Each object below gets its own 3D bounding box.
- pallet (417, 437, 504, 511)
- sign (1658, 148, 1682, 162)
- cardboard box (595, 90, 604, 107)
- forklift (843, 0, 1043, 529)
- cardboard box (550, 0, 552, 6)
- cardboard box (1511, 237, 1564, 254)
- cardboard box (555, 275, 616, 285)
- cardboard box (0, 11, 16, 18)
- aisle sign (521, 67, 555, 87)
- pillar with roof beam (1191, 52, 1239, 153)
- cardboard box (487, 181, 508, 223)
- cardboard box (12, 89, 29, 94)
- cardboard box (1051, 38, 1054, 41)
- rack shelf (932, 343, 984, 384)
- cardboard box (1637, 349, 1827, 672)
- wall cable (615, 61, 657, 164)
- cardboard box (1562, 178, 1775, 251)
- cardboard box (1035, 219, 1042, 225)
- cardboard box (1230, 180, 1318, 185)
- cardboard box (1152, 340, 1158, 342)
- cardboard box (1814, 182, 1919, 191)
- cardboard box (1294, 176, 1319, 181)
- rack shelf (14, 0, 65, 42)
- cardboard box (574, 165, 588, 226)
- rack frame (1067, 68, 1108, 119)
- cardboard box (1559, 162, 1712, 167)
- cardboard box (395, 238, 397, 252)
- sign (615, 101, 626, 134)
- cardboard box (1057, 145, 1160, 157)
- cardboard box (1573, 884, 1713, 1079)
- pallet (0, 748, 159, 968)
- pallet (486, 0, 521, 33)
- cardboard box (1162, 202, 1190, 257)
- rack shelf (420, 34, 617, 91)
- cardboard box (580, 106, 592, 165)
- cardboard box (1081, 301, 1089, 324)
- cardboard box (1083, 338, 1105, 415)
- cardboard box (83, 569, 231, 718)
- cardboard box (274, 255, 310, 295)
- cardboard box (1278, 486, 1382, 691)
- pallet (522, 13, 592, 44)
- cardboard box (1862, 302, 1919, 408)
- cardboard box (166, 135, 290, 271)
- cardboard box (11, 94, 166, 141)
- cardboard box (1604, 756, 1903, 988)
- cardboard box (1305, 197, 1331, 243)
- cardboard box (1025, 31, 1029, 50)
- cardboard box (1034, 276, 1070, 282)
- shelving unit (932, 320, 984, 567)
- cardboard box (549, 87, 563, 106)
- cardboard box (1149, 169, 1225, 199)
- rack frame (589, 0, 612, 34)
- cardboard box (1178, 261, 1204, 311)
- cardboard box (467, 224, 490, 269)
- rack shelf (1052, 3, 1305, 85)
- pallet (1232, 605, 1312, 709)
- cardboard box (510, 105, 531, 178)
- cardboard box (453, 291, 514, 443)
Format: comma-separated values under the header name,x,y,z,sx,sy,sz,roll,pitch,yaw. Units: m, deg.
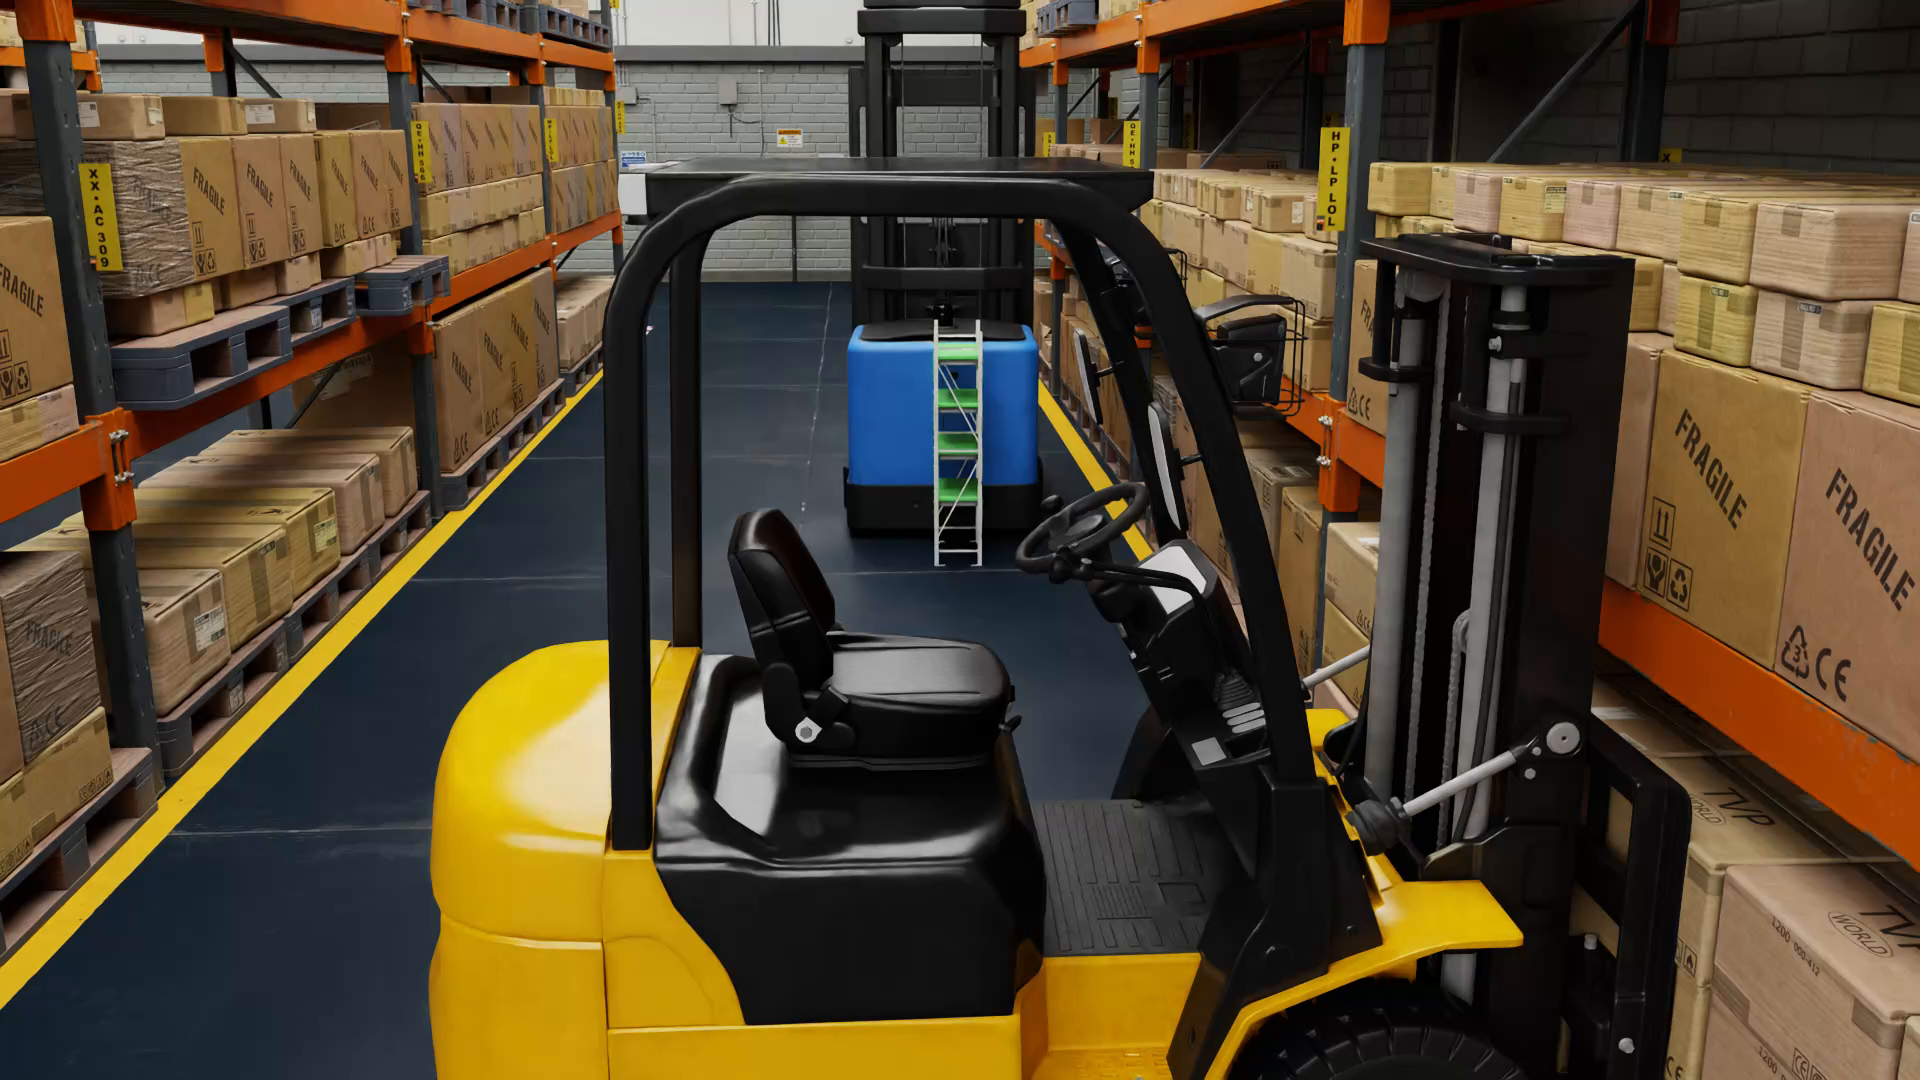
name,x,y,z,sx,sy,sz,roll,pitch,yaw
pallet,-3.432,-0.412,10.205,1.003,0.211,1.213,-1,14,-3
sign,2.298,-1.115,5.443,0.100,0.325,0.005,-1,14,-3
cardboard box,-3.592,-4.190,15.783,0.380,0.149,0.250,-1,14,-4
forklift,-0.107,-1.787,10.091,1.130,2.935,3.031,0,14,-1
cardboard box,-3.821,-4.650,13.808,0.797,0.503,0.637,0,14,1
cardboard box,1.519,-0.671,4.112,0.380,0.149,0.250,-1,14,-4
cardboard box,-3.813,-2.355,16.459,0.875,0.438,0.875,-1,14,-5
cardboard box,-8.543,-4.710,14.592,0.500,0.250,0.500,-1,14,-3
aisle sign,-4.247,-4.828,16.552,0.394,0.787,0.004,-1,14,-3
pillar with roof beam,-2.192,-5.664,12.980,9.100,9.000,0.400,-1,14,-3
cardboard box,-3.311,-2.244,11.025,0.500,0.250,0.500,-1,14,-2
cardboard box,-8.539,-3.765,14.836,0.500,0.500,0.500,0,14,-1
cardboard box,0.931,-4.054,13.246,0.380,0.149,0.250,-1,14,-4
rack shelf,-0.012,-0.909,8.480,0.258,0.148,0.480,0,14,-1
cardboard box,1.644,-0.077,3.105,0.500,0.500,0.500,-1,14,-4
wall cable,-4.326,-5.464,22.142,0.585,1.953,0.123,-1,14,-3
cardboard box,1.626,-0.752,3.829,0.380,0.149,0.250,-1,14,-4
cardboard box,0.865,-2.849,14.584,0.380,0.149,0.250,-1,14,-4
cardboard box,1.425,-1.538,7.481,0.380,0.149,0.250,-1,14,-3
cardboard box,1.192,-1.203,10.552,0.380,0.149,0.250,-1,14,-5
cardboard box,2.097,-0.698,3.619,0.380,0.149,0.250,0,14,-2
cardboard box,1.824,-1.673,8.006,0.380,0.149,0.250,-1,14,-4
rack shelf,-3.086,-1.178,3.007,1.077,0.370,4.000,-1,14,-3
cardboard box,-3.525,-2.978,14.382,0.500,0.500,0.500,-1,14,-3
rack frame,1.000,-3.633,17.125,1.000,3.000,0.127,-1,14,-3
cardboard box,2.065,-1.080,5.105,0.380,0.149,0.250,-1,14,-3
cardboard box,-3.203,-1.569,8.767,0.380,0.149,0.250,0,14,-1
sign,-3.411,-4.235,16.669,0.100,0.325,0.005,-1,14,-3
cardboard box,1.087,-2.637,12.213,0.700,0.500,0.500,-1,14,-3
cardboard box,1.576,0.863,3.323,0.500,0.250,0.500,-1,14,-5
pallet,-3.133,0.946,4.925,1.003,0.211,1.213,-1,14,-3
pallet,-3.600,-3.693,11.724,0.805,0.209,1.217,-1,15,-6
cardboard box,1.309,-1.574,8.421,0.500,0.250,0.500,0,14,-2
rack shelf,-3.830,-4.162,14.607,1.077,0.370,4.000,-1,14,-3
cardboard box,-3.568,-3.594,14.767,0.500,0.500,0.500,-1,14,-4
cardboard box,1.126,-1.720,12.564,0.380,0.149,0.250,-2,15,-6
cardboard box,1.149,-1.121,11.539,0.500,0.500,0.500,-1,14,-5
cardboard box,-3.245,0.368,6.007,0.950,0.372,0.625,-1,14,-3
cardboard box,-2.982,-1.119,7.018,0.380,0.149,0.250,0,14,-1
cardboard box,1.700,0.169,6.273,0.875,0.625,0.625,0,14,-1
pallet,-3.819,-4.476,14.563,1.003,0.211,1.213,-1,14,-3
cardboard box,1.686,-0.288,2.625,0.380,0.149,0.250,-1,14,-4
cardboard box,-3.002,-1.335,6.556,0.500,0.500,0.500,-1,14,-4
cardboard box,-2.886,-1.403,5.518,0.380,0.149,0.250,-1,14,-4
cardboard box,1.573,0.629,3.232,0.500,0.250,0.500,-1,14,-3
cardboard box,1.467,-1.156,5.998,0.380,0.149,0.250,-1,14,-4
cardboard box,0.786,-4.498,14.973,0.380,0.149,0.250,-1,14,-3
cardboard box,0.958,-2.259,15.959,0.700,0.500,0.500,0,14,-1
shelving unit,-0.012,-0.506,8.584,0.258,1.200,0.503,0,14,-1
cardboard box,-3.510,-3.679,13.796,0.380,0.149,0.250,-1,14,-4
cardboard box,1.222,-1.922,8.974,0.380,0.149,0.250,0,14,-2
rack frame,-3.954,-6.460,16.076,1.000,3.000,0.127,-1,14,-3
cardboard box,1.345,-1.203,7.984,0.500,0.250,0.500,-1,14,-5
cardboard box,-3.313,-1.876,10.601,0.500,0.250,0.500,0,14,-2
rack shelf,1.372,-3.245,11.042,1.077,0.370,4.000,-1,14,-3
pallet,1.659,0.520,6.583,1.003,0.211,1.213,-1,14,-3
cardboard box,-3.388,-2.857,11.904,0.500,0.500,0.500,-1,14,-2
cardboard box,-3.469,-1.135,10.839,0.875,0.875,0.875,-1,14,-3
